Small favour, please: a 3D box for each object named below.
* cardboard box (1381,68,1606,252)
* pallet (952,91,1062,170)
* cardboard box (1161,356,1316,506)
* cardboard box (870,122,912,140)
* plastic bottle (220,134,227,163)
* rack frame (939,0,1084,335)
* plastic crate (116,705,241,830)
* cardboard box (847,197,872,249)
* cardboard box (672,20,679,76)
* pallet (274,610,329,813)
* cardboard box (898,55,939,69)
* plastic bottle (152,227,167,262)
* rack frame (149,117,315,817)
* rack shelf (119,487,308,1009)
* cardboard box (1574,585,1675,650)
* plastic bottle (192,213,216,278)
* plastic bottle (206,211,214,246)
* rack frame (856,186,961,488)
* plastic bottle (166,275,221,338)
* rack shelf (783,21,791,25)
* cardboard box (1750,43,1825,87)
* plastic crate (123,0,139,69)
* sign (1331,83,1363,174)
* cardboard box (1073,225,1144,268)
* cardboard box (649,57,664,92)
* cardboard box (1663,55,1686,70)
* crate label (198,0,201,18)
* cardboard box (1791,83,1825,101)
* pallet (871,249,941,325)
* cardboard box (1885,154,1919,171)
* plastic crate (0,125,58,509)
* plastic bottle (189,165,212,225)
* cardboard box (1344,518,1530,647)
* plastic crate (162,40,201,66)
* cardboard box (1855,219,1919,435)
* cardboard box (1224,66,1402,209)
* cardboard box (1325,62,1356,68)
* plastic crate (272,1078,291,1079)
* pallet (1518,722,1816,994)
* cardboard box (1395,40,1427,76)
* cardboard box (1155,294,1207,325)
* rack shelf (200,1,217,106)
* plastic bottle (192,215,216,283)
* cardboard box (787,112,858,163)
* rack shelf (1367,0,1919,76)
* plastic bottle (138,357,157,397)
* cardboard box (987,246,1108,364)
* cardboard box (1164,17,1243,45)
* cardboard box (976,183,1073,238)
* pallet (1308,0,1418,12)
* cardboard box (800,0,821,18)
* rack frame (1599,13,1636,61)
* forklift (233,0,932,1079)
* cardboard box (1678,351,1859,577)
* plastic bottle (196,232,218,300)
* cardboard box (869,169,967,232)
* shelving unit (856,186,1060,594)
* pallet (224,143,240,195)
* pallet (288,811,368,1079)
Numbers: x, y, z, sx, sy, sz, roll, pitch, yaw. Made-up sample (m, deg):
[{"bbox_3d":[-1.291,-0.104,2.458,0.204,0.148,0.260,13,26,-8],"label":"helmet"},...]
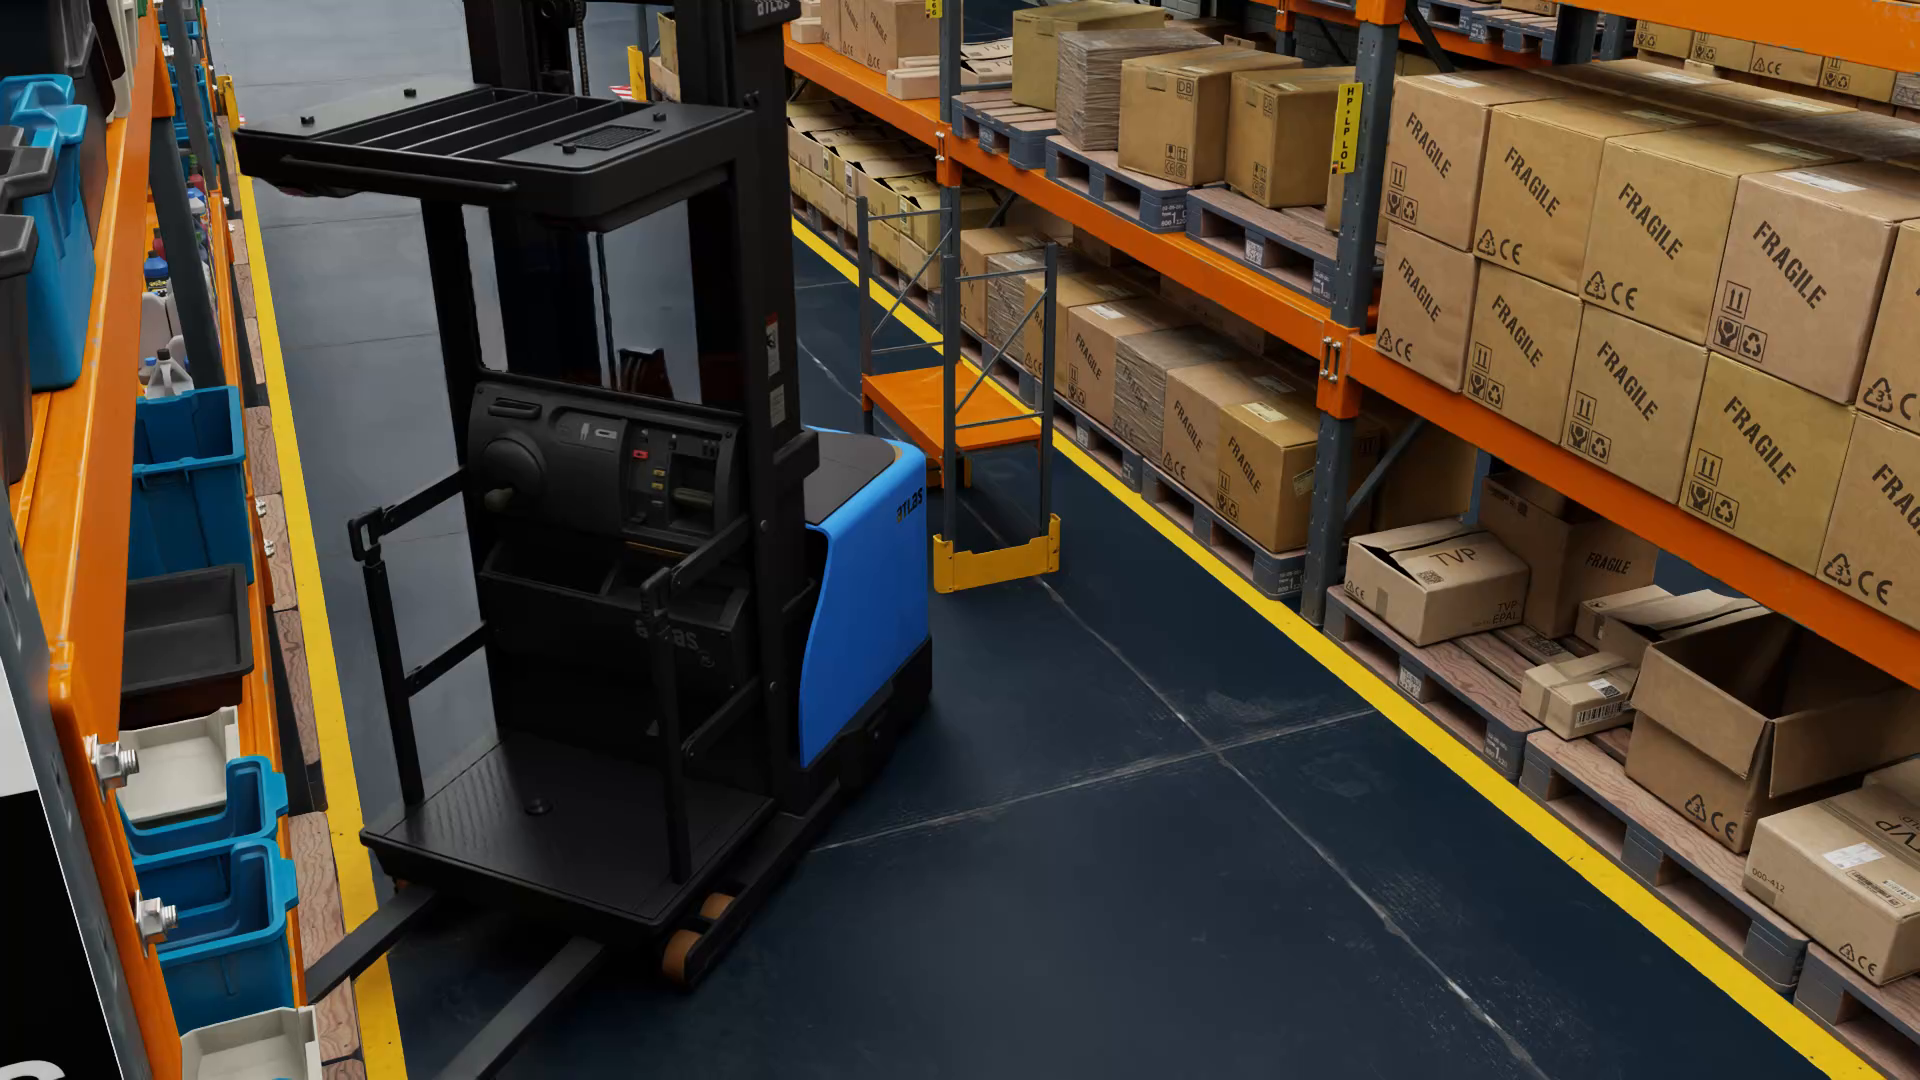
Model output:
[{"bbox_3d":[1.854,-1.340,5.822,0.500,0.500,0.500,-10,28,-19],"label":"cardboard box"},{"bbox_3d":[0.692,-2.351,9.366,1.213,0.211,1.003,-11,28,-21],"label":"pallet"},{"bbox_3d":[1.286,-0.510,7.723,0.500,0.500,0.500,-10,28,-20],"label":"cardboard box"},{"bbox_3d":[-0.379,-2.994,12.480,0.500,0.311,0.500,-11,28,-21],"label":"cardboard box"},{"bbox_3d":[-6.011,-3.192,13.386,0.144,0.351,0.185,-9,28,-18],"label":"plastic bottle"},{"bbox_3d":[0.362,-2.699,9.859,1.000,3.000,0.127,-11,28,-21],"label":"rack frame"},{"bbox_3d":[-1.672,0.508,3.523,0.293,0.136,0.466,-11,28,-21],"label":"plastic crate"},{"bbox_3d":[-0.468,-2.234,11.562,0.500,0.250,0.500,-10,28,-19],"label":"cardboard box"},{"bbox_3d":[-2.360,-4.563,15.477,0.500,0.500,0.500,-11,28,-21],"label":"cardboard box"},{"bbox_3d":[-2.895,0.700,6.077,1.003,0.211,1.213,-11,28,-21],"label":"pallet"},{"bbox_3d":[-0.189,-3.091,10.949,0.380,0.149,0.250,-8,27,-17],"label":"cardboard box"},{"bbox_3d":[-3.259,-1.146,6.812,0.061,0.283,0.133,-11,28,-21],"label":"plastic bottle"},{"bbox_3d":[-2.631,-0.235,4.812,1.000,3.000,0.127,-11,28,-21],"label":"rack frame"},{"bbox_3d":[-1.847,0.896,3.316,1.077,0.370,4.000,-11,28,-21],"label":"rack shelf"},{"bbox_3d":[2.615,0.321,6.421,0.380,0.149,0.250,-11,28,-21],"label":"cardboard box"},{"bbox_3d":[-3.199,-1.246,7.016,0.061,0.283,0.133,-11,28,-21],"label":"plastic bottle"},{"bbox_3d":[-3.413,-1.410,7.445,0.097,0.201,0.097,0,26,0],"label":"plastic bottle"},{"bbox_3d":[-0.232,-0.914,7.912,0.500,1.500,0.032,-11,28,-21],"label":"rack frame"},{"bbox_3d":[-2.915,-0.899,6.313,0.152,0.276,0.135,-11,28,-21],"label":"plastic bottle"},{"bbox_3d":[-1.988,-4.798,14.978,1.077,0.370,4.000,-11,28,-21],"label":"rack shelf"},{"bbox_3d":[5.263,-3.086,10.176,0.500,0.500,0.500,-11,28,-21],"label":"cardboard box"},{"bbox_3d":[-1.782,-1.016,3.294,0.293,0.136,0.466,-11,28,-21],"label":"plastic crate"},{"bbox_3d":[1.419,-1.508,6.100,0.100,0.325,0.005,-11,28,-21],"label":"sign"},{"bbox_3d":[0.970,-1.751,9.411,0.500,0.250,0.500,-9,28,-19],"label":"cardboard box"},{"bbox_3d":[-2.766,-4.627,16.464,0.500,0.250,0.500,-11,28,-21],"label":"cardboard box"},{"bbox_3d":[4.925,-3.172,11.091,0.380,0.149,0.250,-10,28,-20],"label":"cardboard box"},{"bbox_3d":[-6.360,-4.399,13.300,0.502,0.435,0.616,-11,28,-21],"label":"crate label"},{"bbox_3d":[5.364,-2.761,10.249,0.380,0.149,0.250,-10,28,-20],"label":"cardboard box"},{"bbox_3d":[0.076,-1.785,11.166,1.003,0.211,1.213,-11,28,-21],"label":"pallet"},{"bbox_3d":[2.961,-0.806,4.728,0.500,0.500,0.500,-11,28,-21],"label":"cardboard box"},{"bbox_3d":[-0.959,-0.112,1.292,0.497,0.269,0.590,-11,28,-21],"label":"plastic crate"},{"bbox_3d":[-3.556,-1.614,7.770,0.061,0.283,0.133,-11,28,-21],"label":"plastic bottle"},{"bbox_3d":[1.894,0.133,6.622,0.500,0.311,0.500,-11,28,-21],"label":"cardboard box"},{"bbox_3d":[-4.548,-2.583,9.549,0.402,0.464,0.583,-11,28,-21],"label":"plastic crate"},{"bbox_3d":[2.662,-0.509,4.119,0.500,0.500,0.500,-10,28,-19],"label":"cardboard box"},{"bbox_3d":[1.621,-1.814,7.455,0.700,0.500,0.500,-6,27,-12],"label":"cardboard box"},{"bbox_3d":[3.656,-3.947,14.762,0.700,0.500,0.500,-10,28,-19],"label":"cardboard box"},{"bbox_3d":[-1.116,1.006,2.393,0.416,0.233,0.300,-11,28,-21],"label":"plastic crate"},{"bbox_3d":[2.678,0.939,5.586,1.003,0.211,1.213,-11,28,-21],"label":"pallet"},{"bbox_3d":[3.831,-4.107,14.235,0.500,0.250,0.500,-11,28,-22],"label":"cardboard box"},{"bbox_3d":[1.358,-1.017,8.761,0.500,0.500,0.500,-12,28,-23],"label":"cardboard box"},{"bbox_3d":[-6.547,-3.949,13.238,1.077,0.370,4.000,-11,28,-21],"label":"rack shelf"},{"bbox_3d":[-3.175,-1.205,6.855,0.144,0.351,0.185,-11,28,-21],"label":"plastic bottle"},{"bbox_3d":[-1.081,-3.106,12.710,0.500,0.311,0.500,-11,28,-21],"label":"cardboard box"},{"bbox_3d":[2.712,-1.302,4.398,1.077,0.370,4.000,-11,28,-21],"label":"rack shelf"},{"bbox_3d":[-2.712,-0.517,5.616,0.097,0.201,0.097,0,26,0],"label":"plastic bottle"},{"bbox_3d":[0.488,-1.330,9.404,0.500,0.500,0.500,-12,28,-22],"label":"cardboard box"},{"bbox_3d":[2.438,-5.026,16.973,0.700,0.500,0.500,-12,29,-24],"label":"cardboard box"},{"bbox_3d":[0.427,-2.166,10.784,0.500,0.311,0.500,-10,28,-19],"label":"cardboard box"},{"bbox_3d":[3.518,-4.747,14.272,1.003,0.211,1.213,-11,28,-21],"label":"pallet"},{"bbox_3d":[-0.971,-4.055,12.808,0.500,0.250,0.500,-9,27,-17],"label":"cardboard box"},{"bbox_3d":[4.919,-3.552,11.606,1.000,3.000,0.127,-11,28,-21],"label":"rack frame"},{"bbox_3d":[-1.163,-0.191,4.800,1.130,2.935,3.031,11,28,21],"label":"forklift"},{"bbox_3d":[2.475,-0.263,4.756,0.500,0.500,0.500,-11,28,-21],"label":"cardboard box"},{"bbox_3d":[-3.074,-1.117,6.752,0.061,0.283,0.133,-11,28,-21],"label":"plastic bottle"},{"bbox_3d":[-0.279,-2.282,11.021,0.500,0.311,0.500,-11,28,-21],"label":"cardboard box"},{"bbox_3d":[-0.030,-0.705,7.484,0.587,1.500,1.083,-11,28,-21],"label":"shelving unit"},{"bbox_3d":[-6.470,-2.983,13.619,1.003,0.211,1.213,-11,28,-21],"label":"pallet"},{"bbox_3d":[-2.307,1.308,4.830,1.003,0.211,1.213,-11,28,-21],"label":"pallet"}]
